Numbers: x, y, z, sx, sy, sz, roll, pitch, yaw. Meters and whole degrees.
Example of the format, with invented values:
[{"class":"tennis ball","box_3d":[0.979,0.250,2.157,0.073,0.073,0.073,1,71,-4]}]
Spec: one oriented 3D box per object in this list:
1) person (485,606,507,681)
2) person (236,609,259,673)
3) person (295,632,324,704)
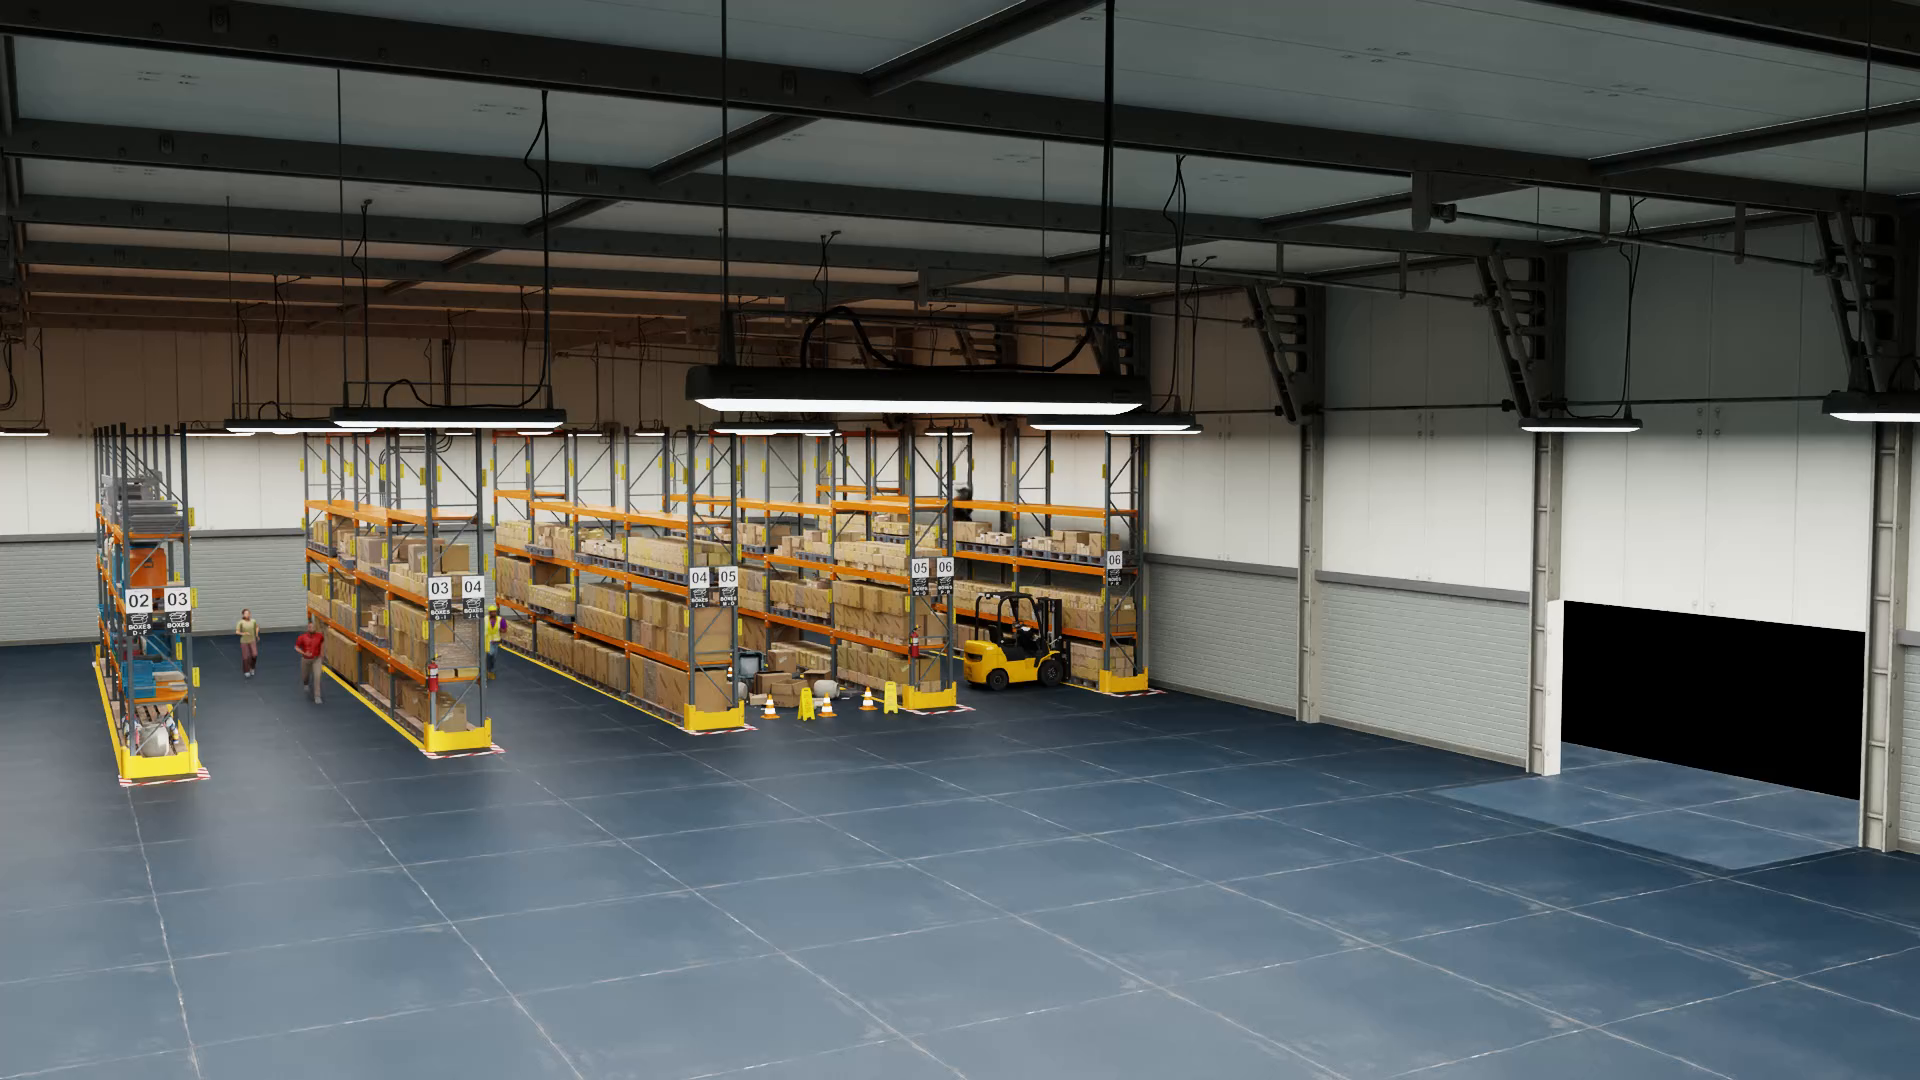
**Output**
[{"class":"person","box_3d":[-11.193,2.446,39.746,0.679,1.790,0.791,-2,4,-29]},{"class":"person","box_3d":[-17.096,2.435,39.960,0.555,1.571,0.615,-2,4,-34]},{"class":"person","box_3d":[-14.240,2.772,36.426,0.599,1.550,1.140,-2,4,-26]}]
